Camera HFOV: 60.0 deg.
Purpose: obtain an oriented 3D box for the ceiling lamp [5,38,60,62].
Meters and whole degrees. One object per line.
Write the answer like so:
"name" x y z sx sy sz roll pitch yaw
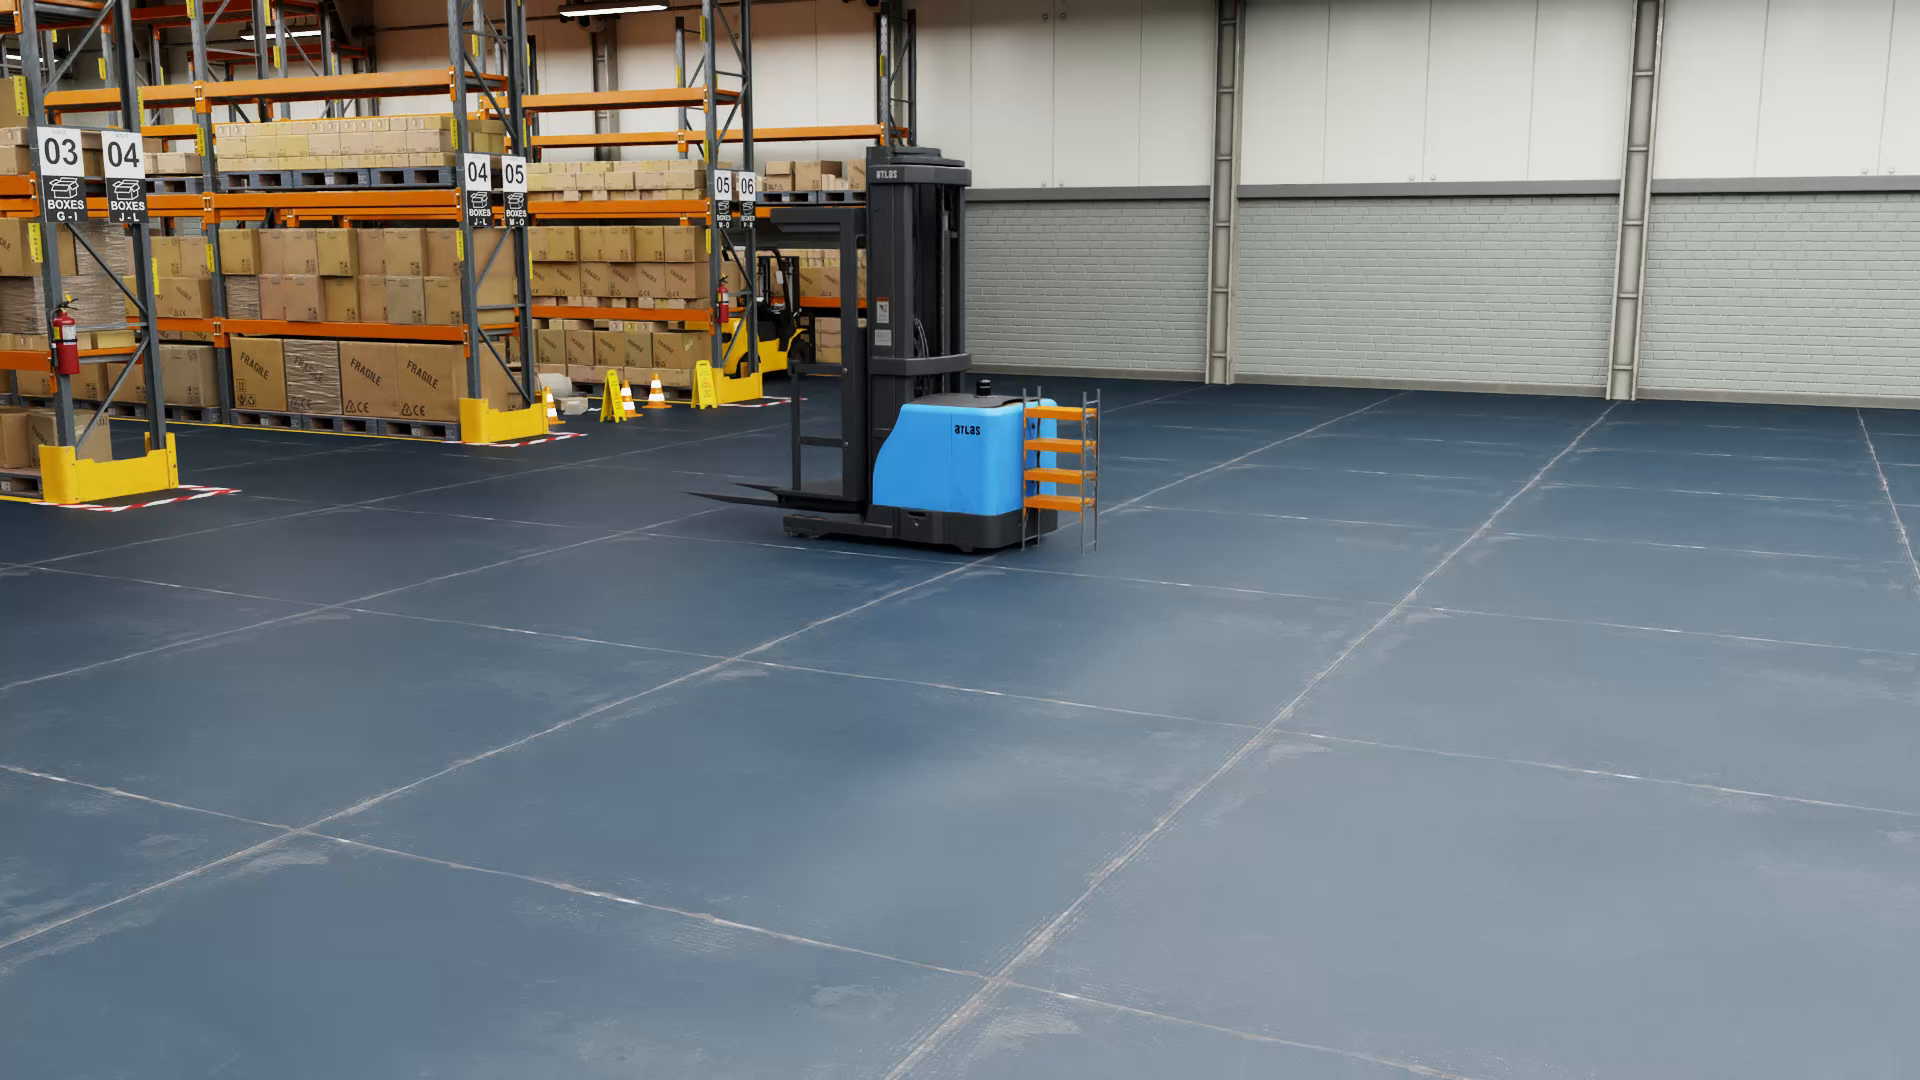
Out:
"ceiling lamp" -18.781 -11.184 32.865 0.800 3.185 2.000 5 11 26

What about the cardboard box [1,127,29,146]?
"cardboard box" -7.964 -3.454 14.270 0.250 0.149 0.380 5 11 26

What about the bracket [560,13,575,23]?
"bracket" -7.134 -9.630 30.564 0.430 0.232 0.235 5 11 26

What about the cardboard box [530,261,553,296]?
"cardboard box" -6.047 -3.862 24.530 0.500 0.500 0.500 5 11 26

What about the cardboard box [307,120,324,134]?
"cardboard box" -7.338 -4.781 19.306 0.250 0.149 0.380 5 11 26

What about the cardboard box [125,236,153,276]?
"cardboard box" -10.242 -3.642 21.344 0.500 0.500 0.700 5 11 26

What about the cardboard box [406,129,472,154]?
"cardboard box" -5.854 -4.466 18.687 0.500 0.250 0.500 5 11 27

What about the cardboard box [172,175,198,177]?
"cardboard box" -10.020 -4.743 21.337 0.250 0.149 0.380 5 11 26

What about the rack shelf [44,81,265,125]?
"rack shelf" -10.672 -5.542 21.225 4.000 0.370 1.077 5 11 26

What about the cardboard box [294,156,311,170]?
"cardboard box" -7.559 -4.408 19.486 0.250 0.149 0.380 5 11 26

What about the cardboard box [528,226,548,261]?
"cardboard box" -6.032 -4.356 24.451 0.500 0.500 0.700 5 11 26

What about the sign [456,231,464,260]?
"sign" -5.544 -3.268 18.450 0.005 0.325 0.100 5 11 26

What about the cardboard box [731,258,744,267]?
"cardboard box" -3.749 -4.808 28.772 0.250 0.149 0.380 5 12 27

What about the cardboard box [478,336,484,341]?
"cardboard box" -9.092 -3.906 31.731 0.500 0.500 0.500 5 11 25

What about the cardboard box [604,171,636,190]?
"cardboard box" -4.688 -5.092 23.605 0.500 0.250 0.500 5 12 27

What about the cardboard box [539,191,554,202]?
"cardboard box" -5.920 -5.012 24.286 0.250 0.149 0.380 5 12 28

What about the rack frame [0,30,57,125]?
"rack frame" -12.466 -6.250 21.996 0.127 3.000 1.000 5 11 26

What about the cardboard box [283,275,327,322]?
"cardboard box" -7.607 -2.928 20.066 0.550 0.550 0.875 5 11 26

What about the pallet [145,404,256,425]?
"pallet" -9.604 -1.659 21.306 1.213 0.211 1.003 5 11 26

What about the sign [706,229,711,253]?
"sign" -3.455 -4.104 22.847 0.005 0.325 0.100 5 11 26

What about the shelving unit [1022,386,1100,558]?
"shelving unit" 0.734 -0.503 12.140 0.503 1.200 0.258 6 12 31

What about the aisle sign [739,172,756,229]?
"aisle sign" -2.999 -4.790 23.474 0.004 0.787 0.394 5 11 26

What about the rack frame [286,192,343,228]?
"rack frame" -10.366 -4.096 26.942 0.127 3.000 1.000 5 11 26

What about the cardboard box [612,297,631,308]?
"cardboard box" -4.800 -3.427 23.950 0.250 0.149 0.380 5 11 25

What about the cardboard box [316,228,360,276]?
"cardboard box" -7.116 -3.424 19.771 0.500 0.550 0.875 5 11 26

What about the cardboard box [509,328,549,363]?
"cardboard box" -6.369 -2.914 24.846 0.500 0.500 0.500 6 12 29

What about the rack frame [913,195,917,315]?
"rack frame" -0.999 -4.259 27.841 0.127 3.000 1.000 5 11 26

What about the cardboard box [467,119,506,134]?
"cardboard box" -5.450 -4.745 19.111 0.250 0.149 0.380 5 11 26

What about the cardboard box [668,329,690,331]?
"cardboard box" -4.285 -2.839 24.428 0.500 0.500 0.500 5 11 24

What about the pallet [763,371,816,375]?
"pallet" -2.793 -3.037 28.917 1.213 0.211 1.003 5 11 26

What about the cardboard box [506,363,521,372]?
"cardboard box" -6.420 -2.251 23.756 0.500 0.500 0.500 -4 11 -23

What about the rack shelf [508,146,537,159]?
"rack shelf" -9.967 -7.448 31.760 4.000 0.370 1.077 5 11 26

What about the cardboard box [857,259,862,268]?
"cardboard box" -1.676 -4.625 27.763 0.250 0.149 0.380 5 12 27

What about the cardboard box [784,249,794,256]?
"cardboard box" -2.791 -4.888 28.380 0.250 0.149 0.380 5 11 27

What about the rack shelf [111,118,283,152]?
"rack shelf" -12.160 -6.655 27.378 4.000 0.370 1.077 5 11 26

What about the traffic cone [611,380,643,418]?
"traffic cone" -4.334 -1.842 21.606 0.334 0.463 0.336 5 11 26

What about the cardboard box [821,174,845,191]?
"cardboard box" -2.104 -5.962 27.742 0.258 0.266 0.396 5 11 26

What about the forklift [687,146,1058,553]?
"forklift" -0.775 -1.523 12.914 3.031 2.935 1.130 6 12 31

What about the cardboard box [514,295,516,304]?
"cardboard box" -6.638 -3.582 24.803 0.250 0.149 0.380 5 11 26

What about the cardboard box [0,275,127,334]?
"cardboard box" -8.058 -2.127 14.942 0.500 0.500 0.875 5 11 26

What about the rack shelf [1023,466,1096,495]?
"rack shelf" 0.734 -0.437 12.152 0.480 0.148 0.258 6 12 31

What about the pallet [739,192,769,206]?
"pallet" -3.810 -5.944 28.975 1.213 0.211 1.003 5 11 26

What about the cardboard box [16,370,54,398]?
"cardboard box" -11.959 -2.335 22.348 0.750 0.750 1.050 5 11 25

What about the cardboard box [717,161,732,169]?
"cardboard box" -3.420 -5.271 23.478 0.250 0.149 0.380 5 11 25

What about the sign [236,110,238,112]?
"sign" -15.083 -9.097 34.656 0.005 0.325 0.100 5 11 26

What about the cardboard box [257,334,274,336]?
"cardboard box" -10.949 -3.325 27.468 0.875 0.875 0.875 5 11 25

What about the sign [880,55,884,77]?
"sign" -1.252 -7.624 26.744 0.005 0.325 0.100 5 11 26

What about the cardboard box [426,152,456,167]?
"cardboard box" -5.739 -4.248 18.601 0.250 0.149 0.380 5 11 26

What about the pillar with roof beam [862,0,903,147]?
"pillar with roof beam" -3.129 -6.722 24.606 0.548 9.000 9.100 5 11 26

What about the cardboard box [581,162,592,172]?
"cardboard box" -5.210 -5.340 23.856 0.250 0.149 0.380 5 12 27

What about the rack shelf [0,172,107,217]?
"rack shelf" -9.370 -3.163 15.382 4.000 0.370 1.077 5 11 26

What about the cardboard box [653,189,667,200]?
"cardboard box" -4.096 -4.843 23.348 0.250 0.149 0.380 5 12 28
